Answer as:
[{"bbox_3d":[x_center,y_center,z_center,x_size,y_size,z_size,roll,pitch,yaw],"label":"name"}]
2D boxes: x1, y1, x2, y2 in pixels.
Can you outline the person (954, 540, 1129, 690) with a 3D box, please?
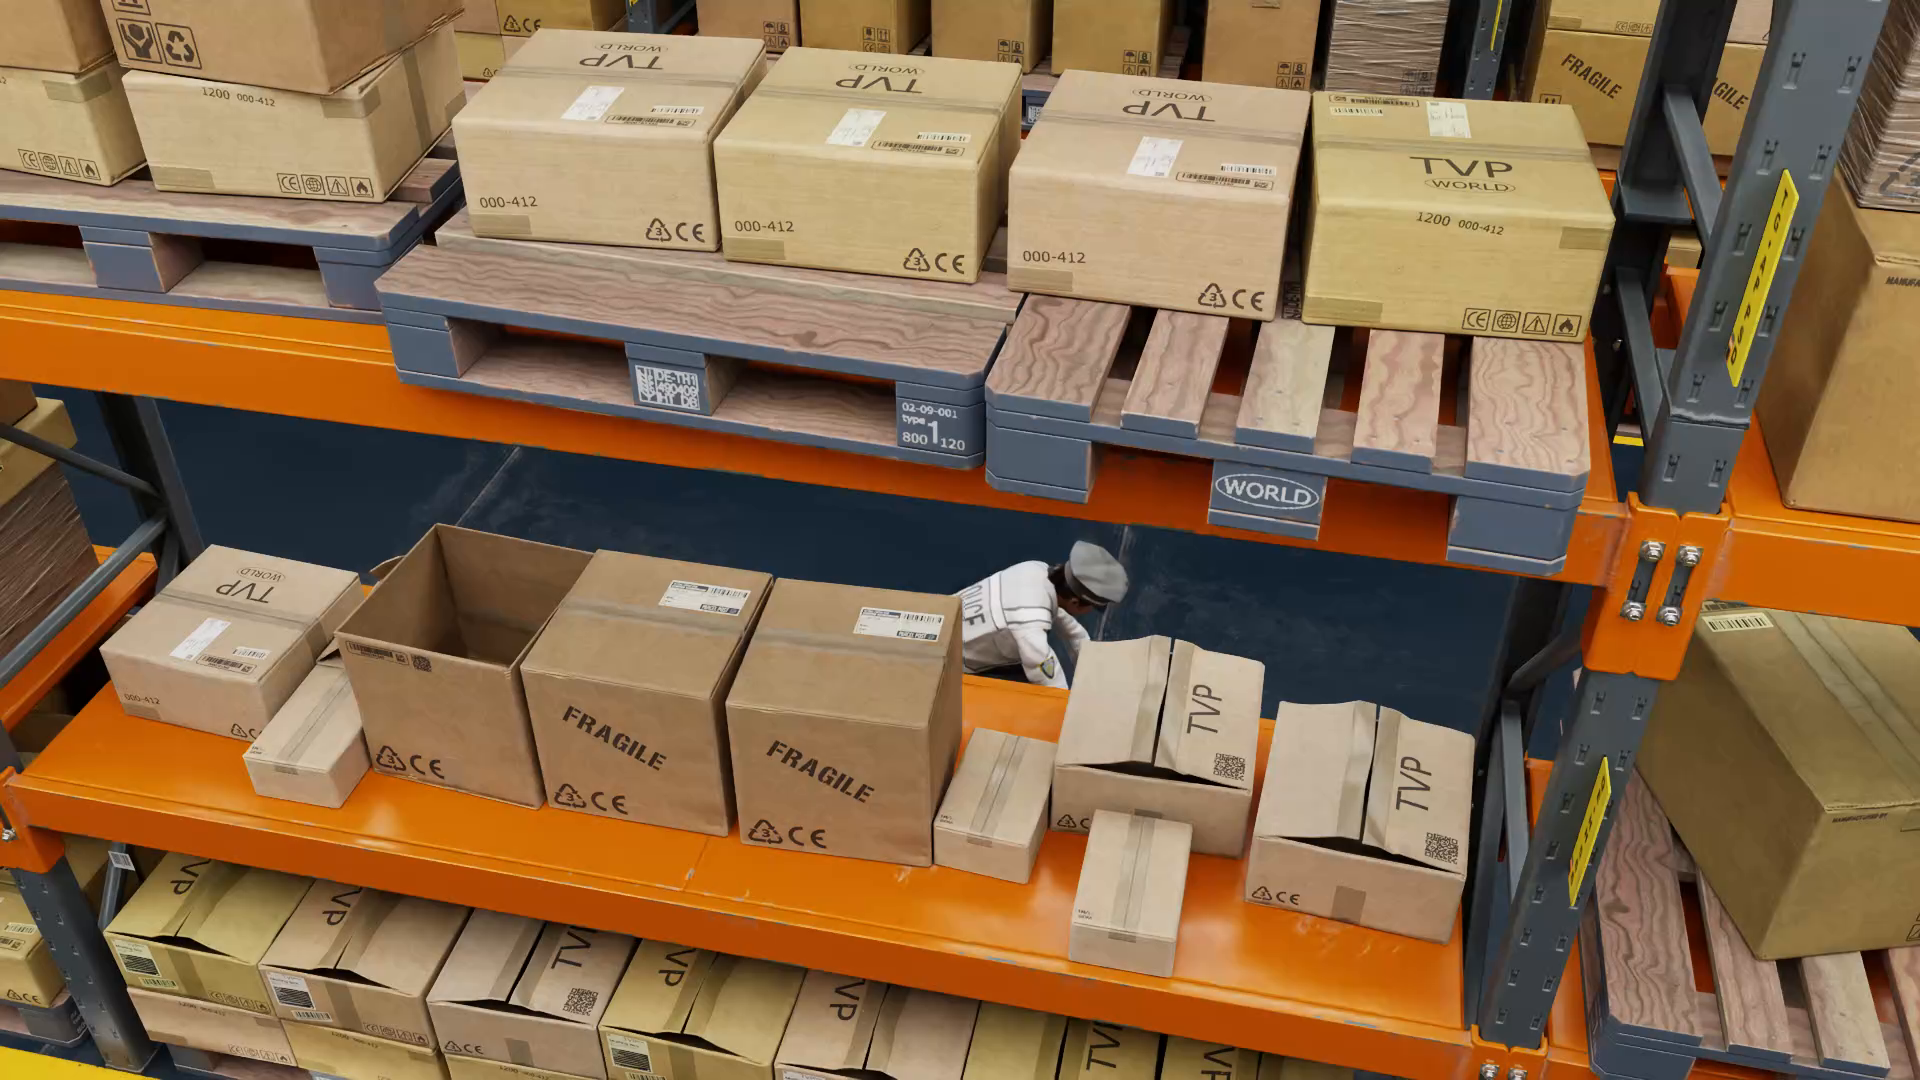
[{"bbox_3d":[0.201,0.427,6.161,0.828,0.974,0.495,7,37,10],"label":"person"}]
